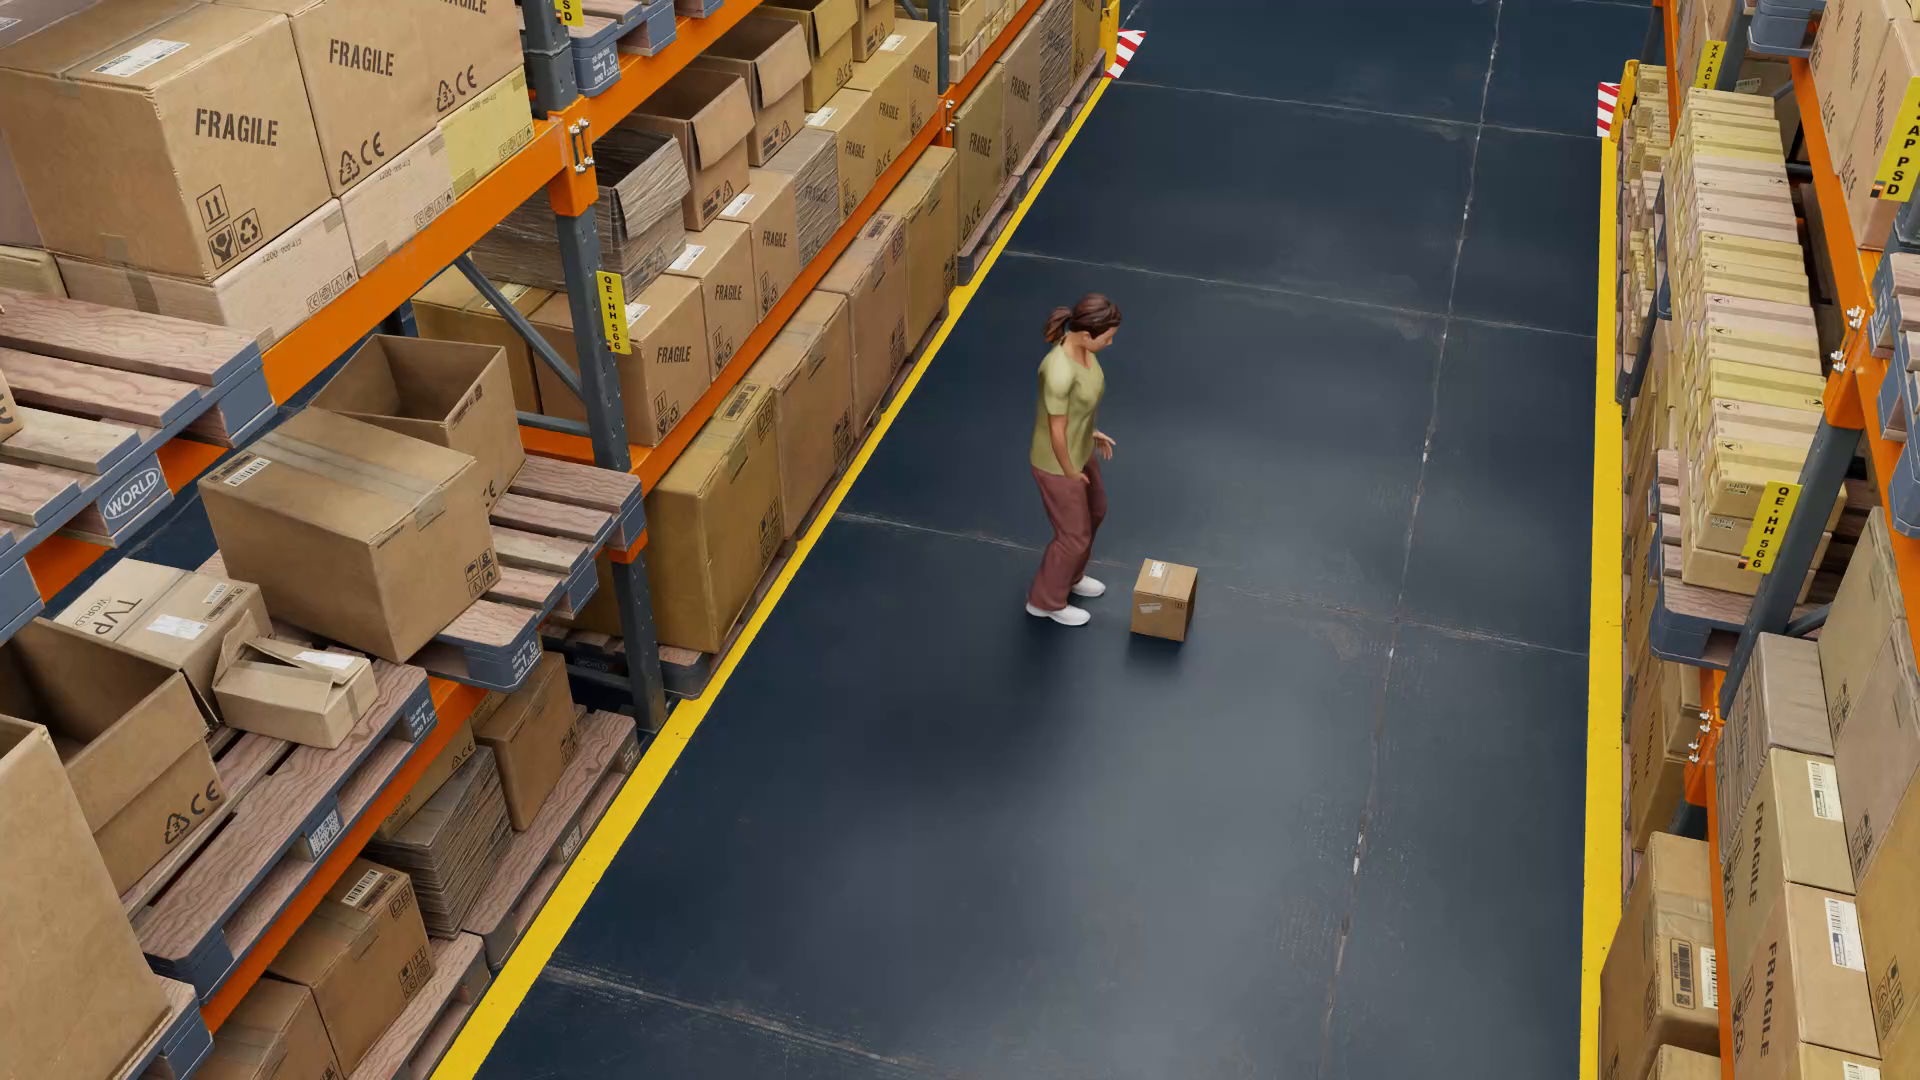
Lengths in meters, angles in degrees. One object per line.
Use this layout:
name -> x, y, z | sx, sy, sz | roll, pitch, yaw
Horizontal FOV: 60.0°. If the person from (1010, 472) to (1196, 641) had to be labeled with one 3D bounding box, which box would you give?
person -> 0.648, 0.042, 7.645 | 0.824, 0.792, 0.468 | 11, 38, 14
